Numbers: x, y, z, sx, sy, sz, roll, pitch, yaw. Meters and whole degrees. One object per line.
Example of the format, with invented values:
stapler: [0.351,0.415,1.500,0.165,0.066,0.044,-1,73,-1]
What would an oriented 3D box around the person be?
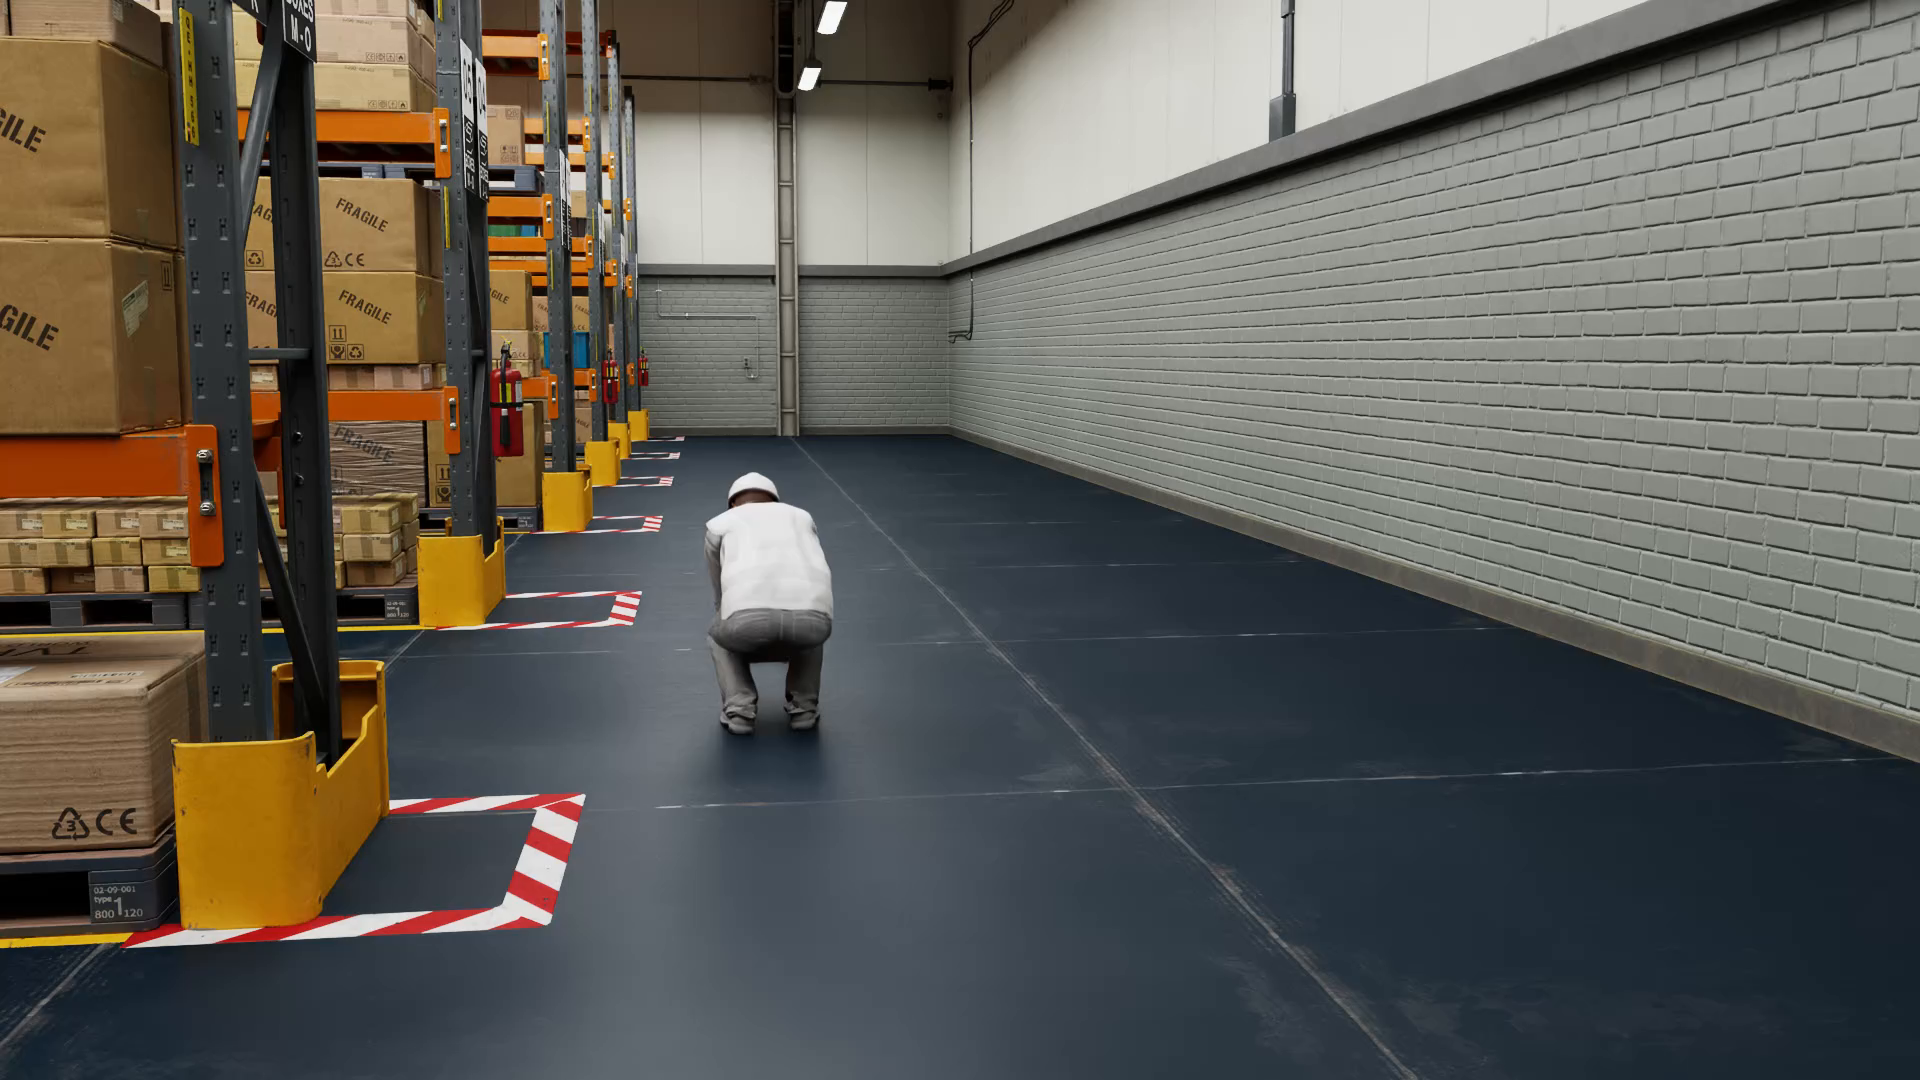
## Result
person: [-0.795,0.252,6.853,0.503,1.003,0.877,-1,7,-10]
